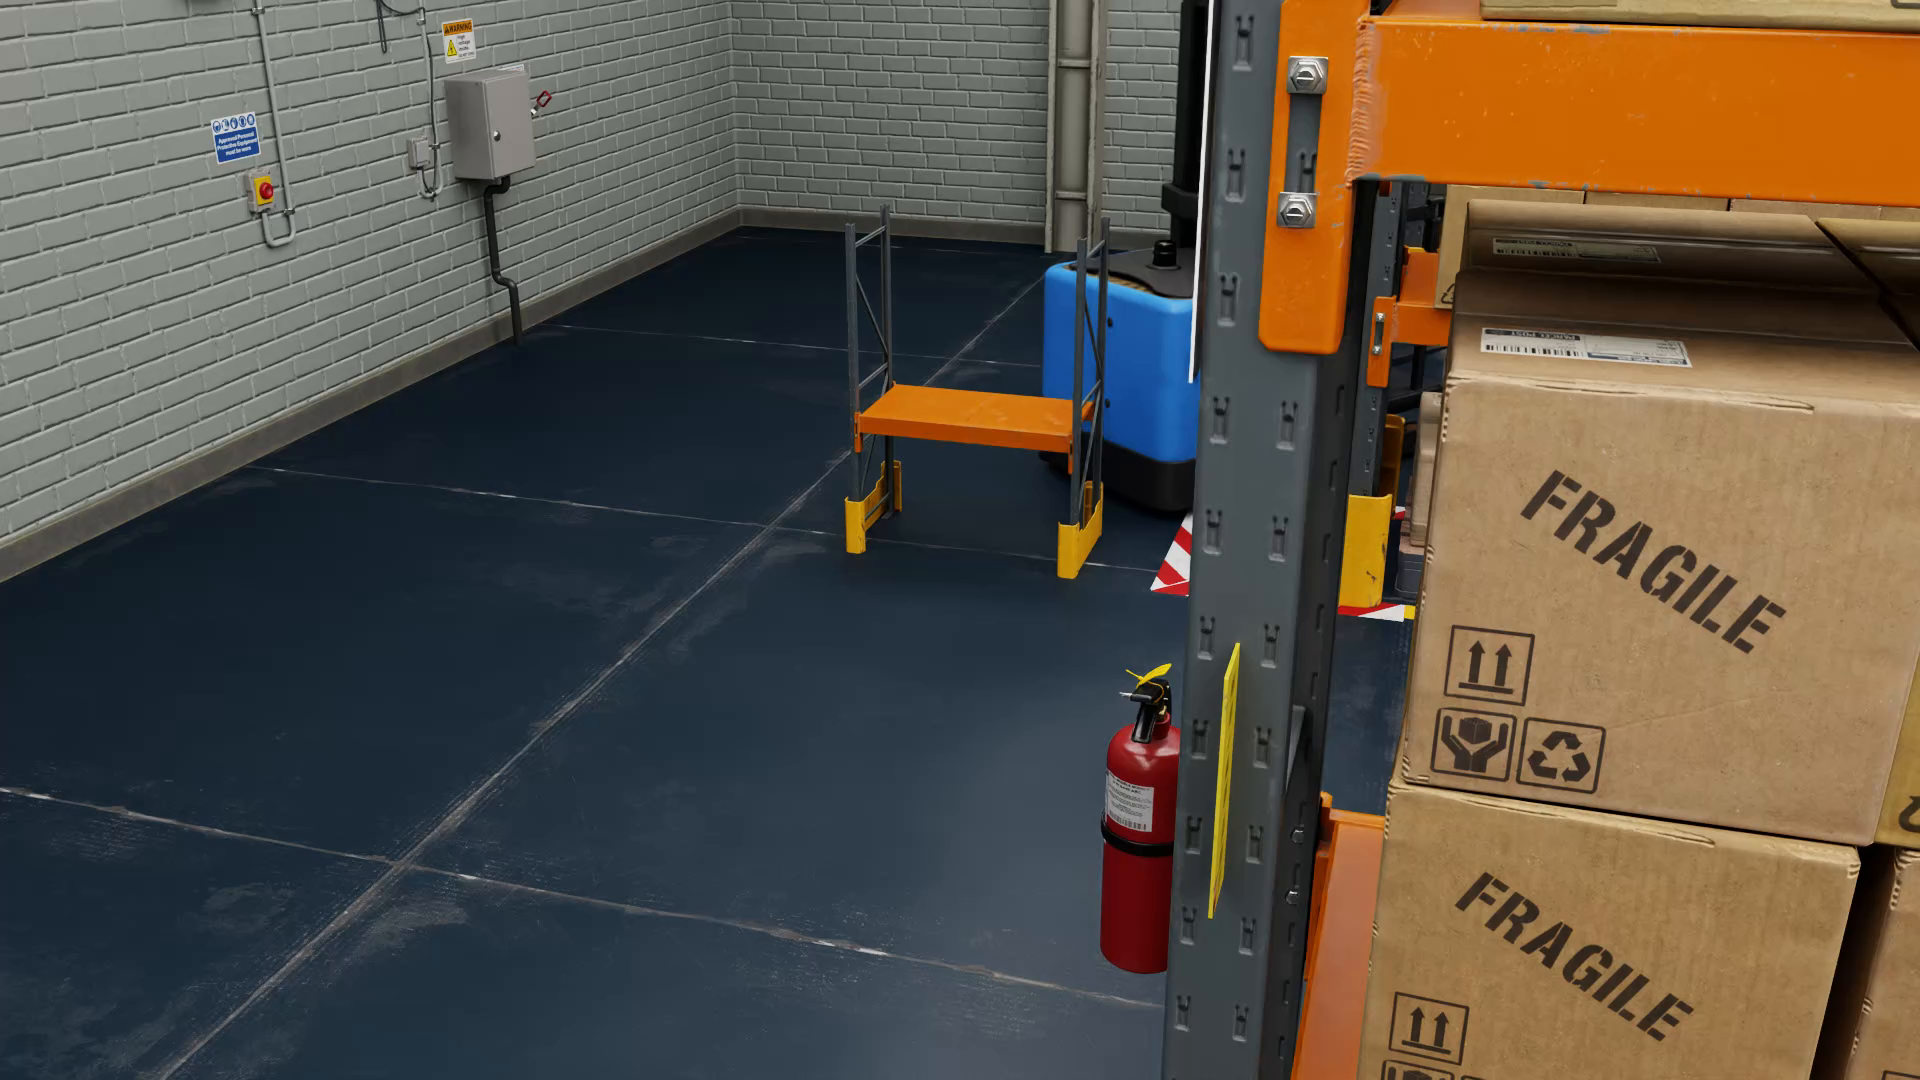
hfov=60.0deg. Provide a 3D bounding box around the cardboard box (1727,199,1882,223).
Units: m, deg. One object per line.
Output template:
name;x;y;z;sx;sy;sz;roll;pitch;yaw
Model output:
cardboard box;3.155;-1.101;6.369;0.500;0.500;0.500;6;23;15

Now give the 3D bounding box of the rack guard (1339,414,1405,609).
rack guard;1.781;-0.165;7.514;0.348;0.500;1.175;7;23;16

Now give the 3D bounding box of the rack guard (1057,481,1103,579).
rack guard;0.550;-0.053;7.569;0.087;0.250;0.587;7;23;16

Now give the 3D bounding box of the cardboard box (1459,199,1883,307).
cardboard box;0.981;-0.196;2.454;0.500;0.500;0.500;6;23;14

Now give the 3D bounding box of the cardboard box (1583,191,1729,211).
cardboard box;2.673;-1.163;6.521;0.500;0.500;0.500;6;23;15

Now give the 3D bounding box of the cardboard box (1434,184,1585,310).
cardboard box;2.181;-1.208;6.631;0.500;0.500;0.500;6;23;15

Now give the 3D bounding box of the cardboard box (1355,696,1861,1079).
cardboard box;0.821;0.456;2.181;0.500;0.500;0.500;8;24;18

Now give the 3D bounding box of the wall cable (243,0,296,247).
wall cable;-3.601;-2.413;8.320;0.123;1.953;0.585;7;23;16

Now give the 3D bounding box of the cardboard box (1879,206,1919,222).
cardboard box;3.639;-1.052;6.250;0.500;0.500;0.500;7;23;17

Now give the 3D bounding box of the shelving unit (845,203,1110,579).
shelving unit;0.073;-0.686;7.465;1.083;1.500;0.587;7;23;16

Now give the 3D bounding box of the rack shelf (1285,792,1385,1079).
rack shelf;2.386;1.043;2.223;4.000;0.370;1.077;7;23;16

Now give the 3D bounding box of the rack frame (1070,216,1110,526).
rack frame;0.568;-0.629;7.327;0.032;1.500;0.500;7;23;16

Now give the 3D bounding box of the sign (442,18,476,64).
sign;-3.069;-3.060;10.190;0.001;0.242;0.339;7;23;16

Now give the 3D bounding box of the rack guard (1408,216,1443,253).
rack guard;3.307;-1.958;11.884;0.348;0.500;1.175;7;23;16

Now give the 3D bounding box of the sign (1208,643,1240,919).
sign;0.314;0.287;1.976;0.005;0.325;0.100;7;23;16

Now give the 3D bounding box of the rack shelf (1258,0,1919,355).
rack shelf;2.386;-0.345;1.654;4.000;0.370;1.077;7;23;16

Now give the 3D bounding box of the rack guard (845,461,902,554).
rack guard;-0.404;-0.162;7.835;0.087;0.250;0.587;7;23;16

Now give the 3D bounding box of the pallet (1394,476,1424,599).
pallet;2.592;0.031;7.418;1.213;0.211;1.003;7;23;16

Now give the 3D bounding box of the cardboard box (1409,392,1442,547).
cardboard box;2.465;-0.292;7.351;0.875;0.438;0.875;6;23;14

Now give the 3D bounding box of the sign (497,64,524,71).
sign;-2.910;-2.834;10.851;0.001;0.494;0.329;7;23;16

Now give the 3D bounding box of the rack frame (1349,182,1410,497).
rack frame;1.804;-1.319;7.033;0.127;3.000;1.000;7;23;16

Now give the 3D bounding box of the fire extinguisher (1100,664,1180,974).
fire extinguisher;0.363;0.504;3.183;0.183;0.674;0.296;7;23;16

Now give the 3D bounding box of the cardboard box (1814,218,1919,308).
cardboard box;1.466;-0.140;2.319;0.500;0.500;0.500;6;23;14

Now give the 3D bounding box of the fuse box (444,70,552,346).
fuse box;-2.855;-2.080;10.585;0.414;1.711;0.539;7;23;16

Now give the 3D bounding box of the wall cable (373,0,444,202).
wall cable;-3.203;-2.915;9.585;0.122;1.984;0.588;7;23;16

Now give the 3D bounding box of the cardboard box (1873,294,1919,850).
cardboard box;1.309;0.043;1.872;0.500;0.500;0.500;7;23;17

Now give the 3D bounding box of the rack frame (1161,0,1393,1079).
rack frame;0.470;0.492;2.618;0.053;2.616;0.949;7;23;16

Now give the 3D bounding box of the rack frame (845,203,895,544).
rack frame;-0.405;-0.740;7.598;0.032;1.500;0.500;7;23;16

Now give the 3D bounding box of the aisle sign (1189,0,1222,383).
aisle sign;0.314;-0.611;1.882;0.004;0.787;0.394;7;23;16

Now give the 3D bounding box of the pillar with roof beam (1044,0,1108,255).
pillar with roof beam;-0.330;-4.957;7.998;0.400;9.000;9.100;7;23;16

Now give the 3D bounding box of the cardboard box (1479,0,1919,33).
cardboard box;0.827;-0.686;1.734;0.500;0.250;0.500;7;23;17

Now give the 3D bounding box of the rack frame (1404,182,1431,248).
rack frame;3.234;-3.123;11.430;0.127;3.000;1.000;7;23;16

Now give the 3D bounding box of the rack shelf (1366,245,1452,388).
rack shelf;3.719;-0.767;6.635;4.000;0.370;1.077;7;23;16

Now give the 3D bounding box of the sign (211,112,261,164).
sign;-3.674;-2.043;8.441;0.001;0.218;0.327;7;23;16

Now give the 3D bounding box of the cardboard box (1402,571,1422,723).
cardboard box;0.975;0.263;2.654;0.500;0.500;0.500;7;23;17

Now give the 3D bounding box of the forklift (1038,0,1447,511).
forklift;1.898;-1.910;8.565;3.031;2.935;1.130;-15;27;-33

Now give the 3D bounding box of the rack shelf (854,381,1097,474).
rack shelf;0.082;-0.518;7.531;1.000;0.185;0.538;7;23;16

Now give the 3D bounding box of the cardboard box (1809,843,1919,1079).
cardboard box;1.341;0.506;2.061;0.500;0.500;0.500;7;23;16

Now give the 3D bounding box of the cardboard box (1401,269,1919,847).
cardboard box;0.824;-0.010;2.001;0.500;0.500;0.500;6;23;15
